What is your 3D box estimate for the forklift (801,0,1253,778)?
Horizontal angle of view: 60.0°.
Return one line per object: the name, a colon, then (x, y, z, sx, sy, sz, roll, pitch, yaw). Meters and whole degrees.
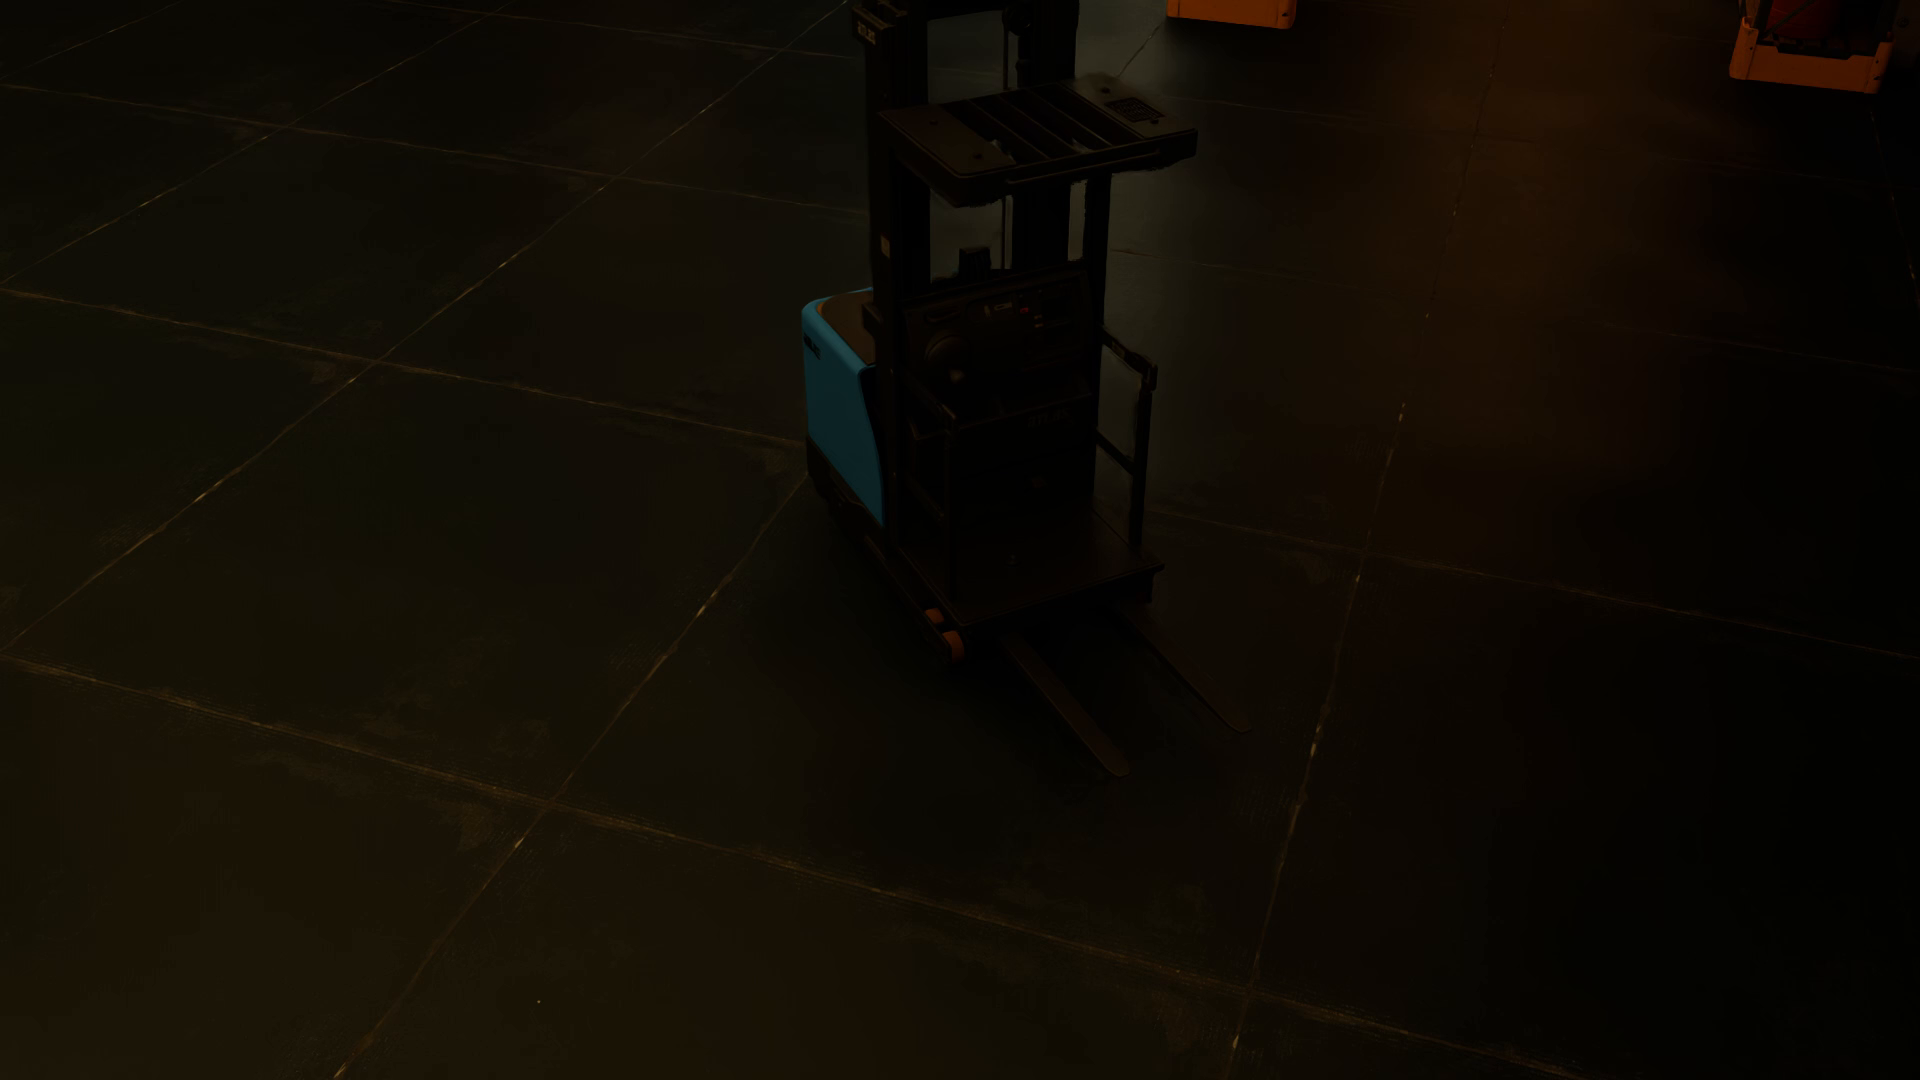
forklift: (0.279, -0.900, 7.380, 1.130, 2.935, 3.031, -16, 38, -21)
